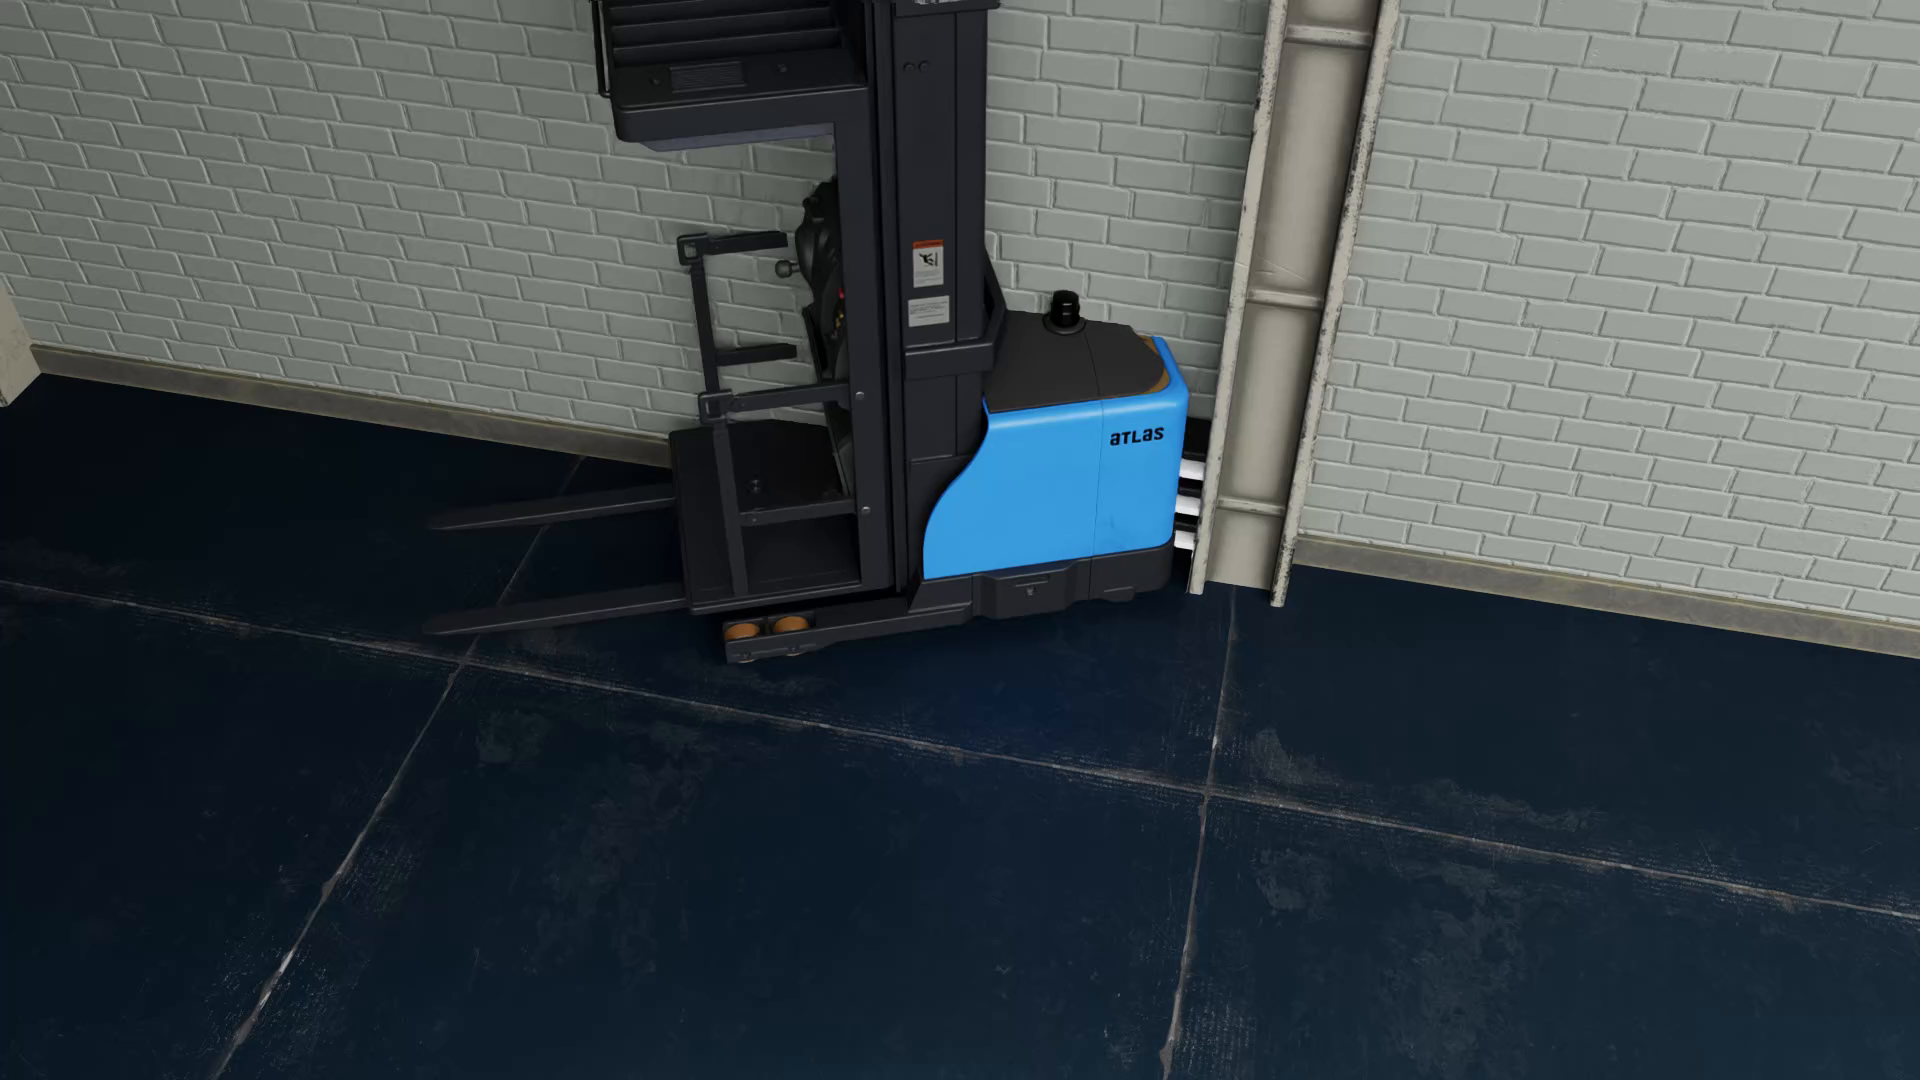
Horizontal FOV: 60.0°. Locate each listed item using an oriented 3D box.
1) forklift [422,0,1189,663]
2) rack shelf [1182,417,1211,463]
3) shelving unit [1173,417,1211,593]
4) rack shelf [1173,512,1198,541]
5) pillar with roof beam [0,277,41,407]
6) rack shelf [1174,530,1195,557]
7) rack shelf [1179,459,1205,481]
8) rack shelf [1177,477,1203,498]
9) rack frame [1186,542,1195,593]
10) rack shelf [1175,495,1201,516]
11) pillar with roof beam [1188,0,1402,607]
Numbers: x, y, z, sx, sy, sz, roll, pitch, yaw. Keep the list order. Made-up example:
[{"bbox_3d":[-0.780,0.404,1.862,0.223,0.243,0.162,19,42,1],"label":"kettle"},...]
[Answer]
[{"bbox_3d":[-0.687,-0.962,6.096,3.031,2.935,1.130,-8,44,-8],"label":"forklift"},{"bbox_3d":[0.907,-0.394,6.641,0.200,0.077,0.258,10,41,8],"label":"rack shelf"},{"bbox_3d":[0.897,-0.213,6.794,0.210,0.900,0.258,10,41,8],"label":"shelving unit"},{"bbox_3d":[0.891,-0.119,6.873,0.200,0.077,0.258,10,41,8],"label":"rack shelf"},{"bbox_3d":[-5.610,-1.091,1.854,0.400,9.000,9.100,9,45,9],"label":"pillar with roof beam"},{"bbox_3d":[0.888,-0.051,6.931,0.200,0.077,0.258,10,41,8],"label":"rack shelf"},{"bbox_3d":[0.903,-0.325,6.699,0.200,0.077,0.258,10,41,8],"label":"rack shelf"},{"bbox_3d":[0.899,-0.256,6.757,0.200,0.077,0.258,10,41,8],"label":"rack shelf"},{"bbox_3d":[0.996,-0.196,6.780,0.006,0.900,0.240,10,41,8],"label":"rack frame"},{"bbox_3d":[0.895,-0.188,6.815,0.200,0.077,0.258,10,41,8],"label":"rack shelf"},{"bbox_3d":[0.245,-0.182,0.910,0.400,9.000,9.100,9,45,9],"label":"pillar with roof beam"}]
